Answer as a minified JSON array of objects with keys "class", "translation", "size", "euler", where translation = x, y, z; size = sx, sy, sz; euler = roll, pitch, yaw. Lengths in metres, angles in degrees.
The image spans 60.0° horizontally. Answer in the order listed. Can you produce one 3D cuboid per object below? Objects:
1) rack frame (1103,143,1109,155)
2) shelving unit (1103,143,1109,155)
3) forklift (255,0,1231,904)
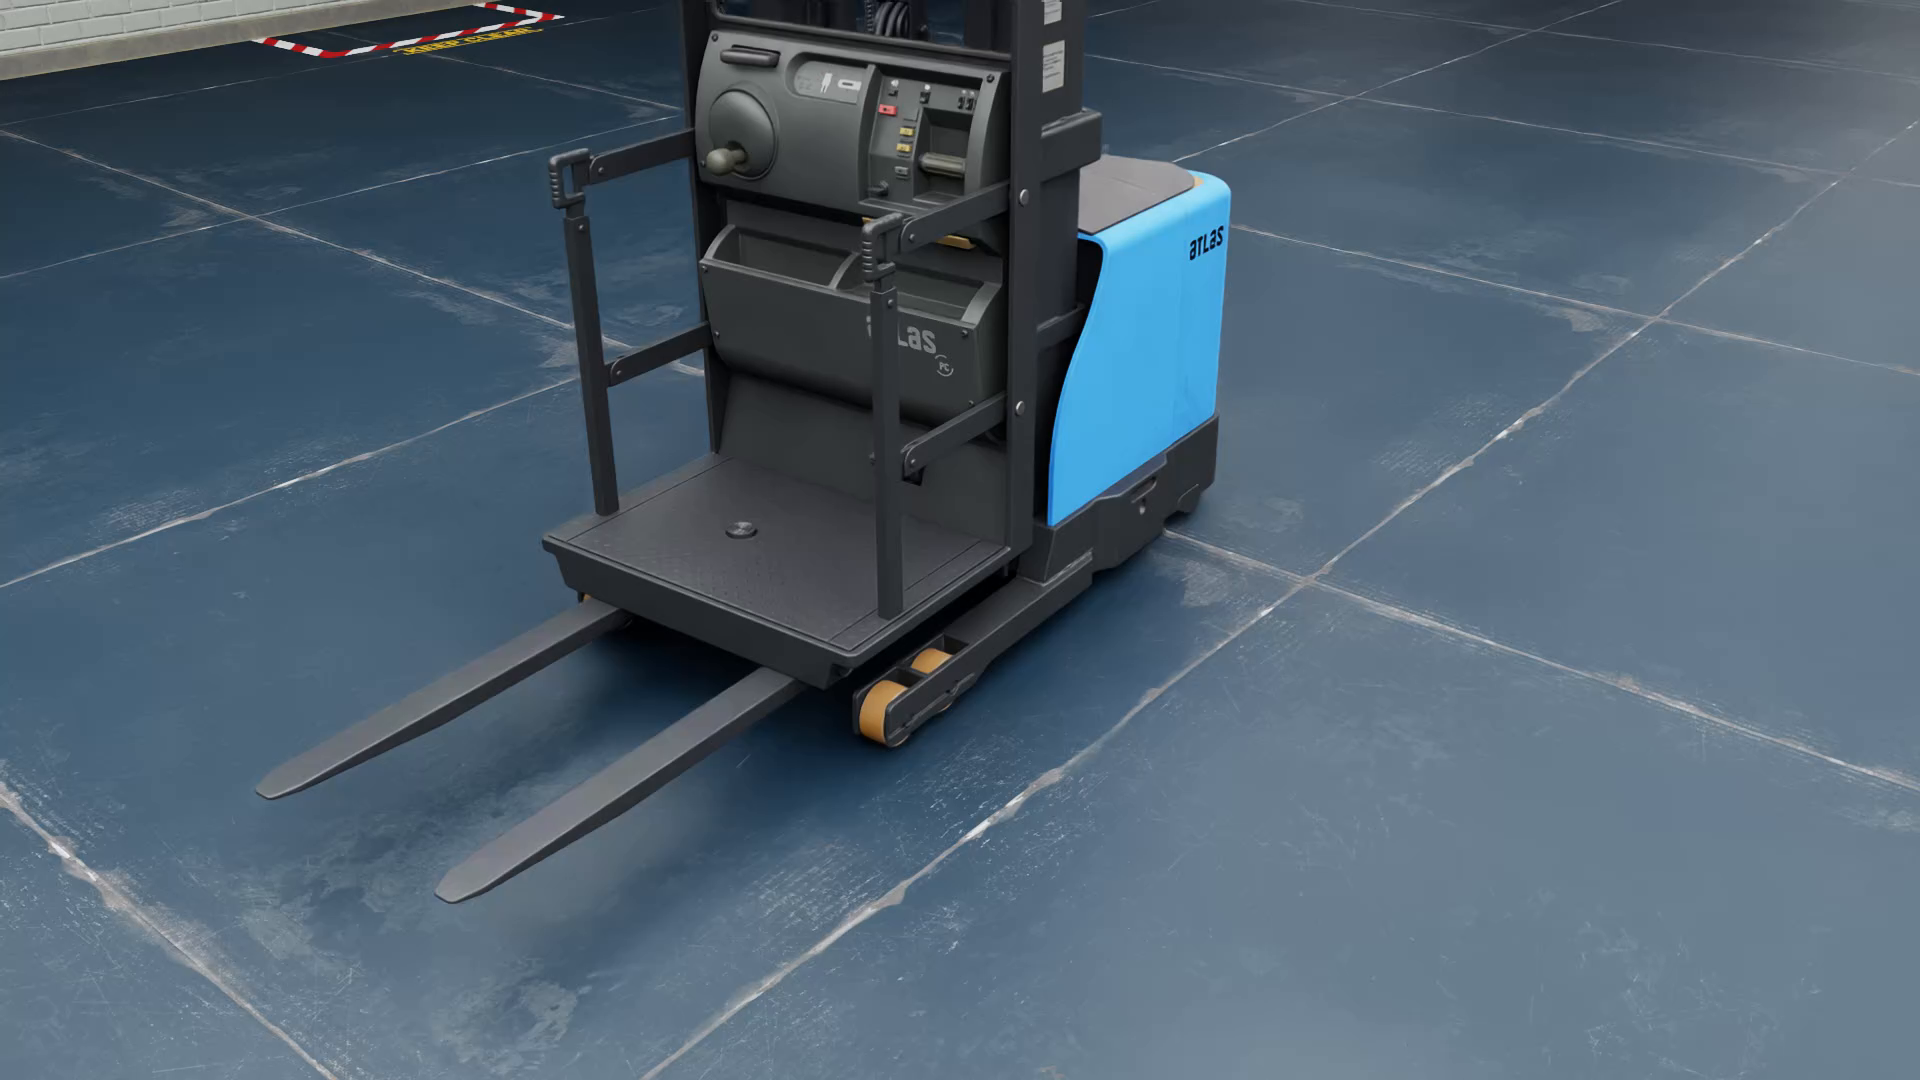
[{"class":"rack frame","translation":[0.395,-0.834,5.720],"size":[0.200,1.050,0.008],"euler":[-8,29,-15]},{"class":"shelving unit","translation":[0.359,-0.889,5.823],"size":[0.215,1.050,0.252],"euler":[-8,29,-15]},{"class":"forklift","translation":[-0.422,-1.028,4.047],"size":[1.130,2.935,3.031],"euler":[18,32,31]}]
